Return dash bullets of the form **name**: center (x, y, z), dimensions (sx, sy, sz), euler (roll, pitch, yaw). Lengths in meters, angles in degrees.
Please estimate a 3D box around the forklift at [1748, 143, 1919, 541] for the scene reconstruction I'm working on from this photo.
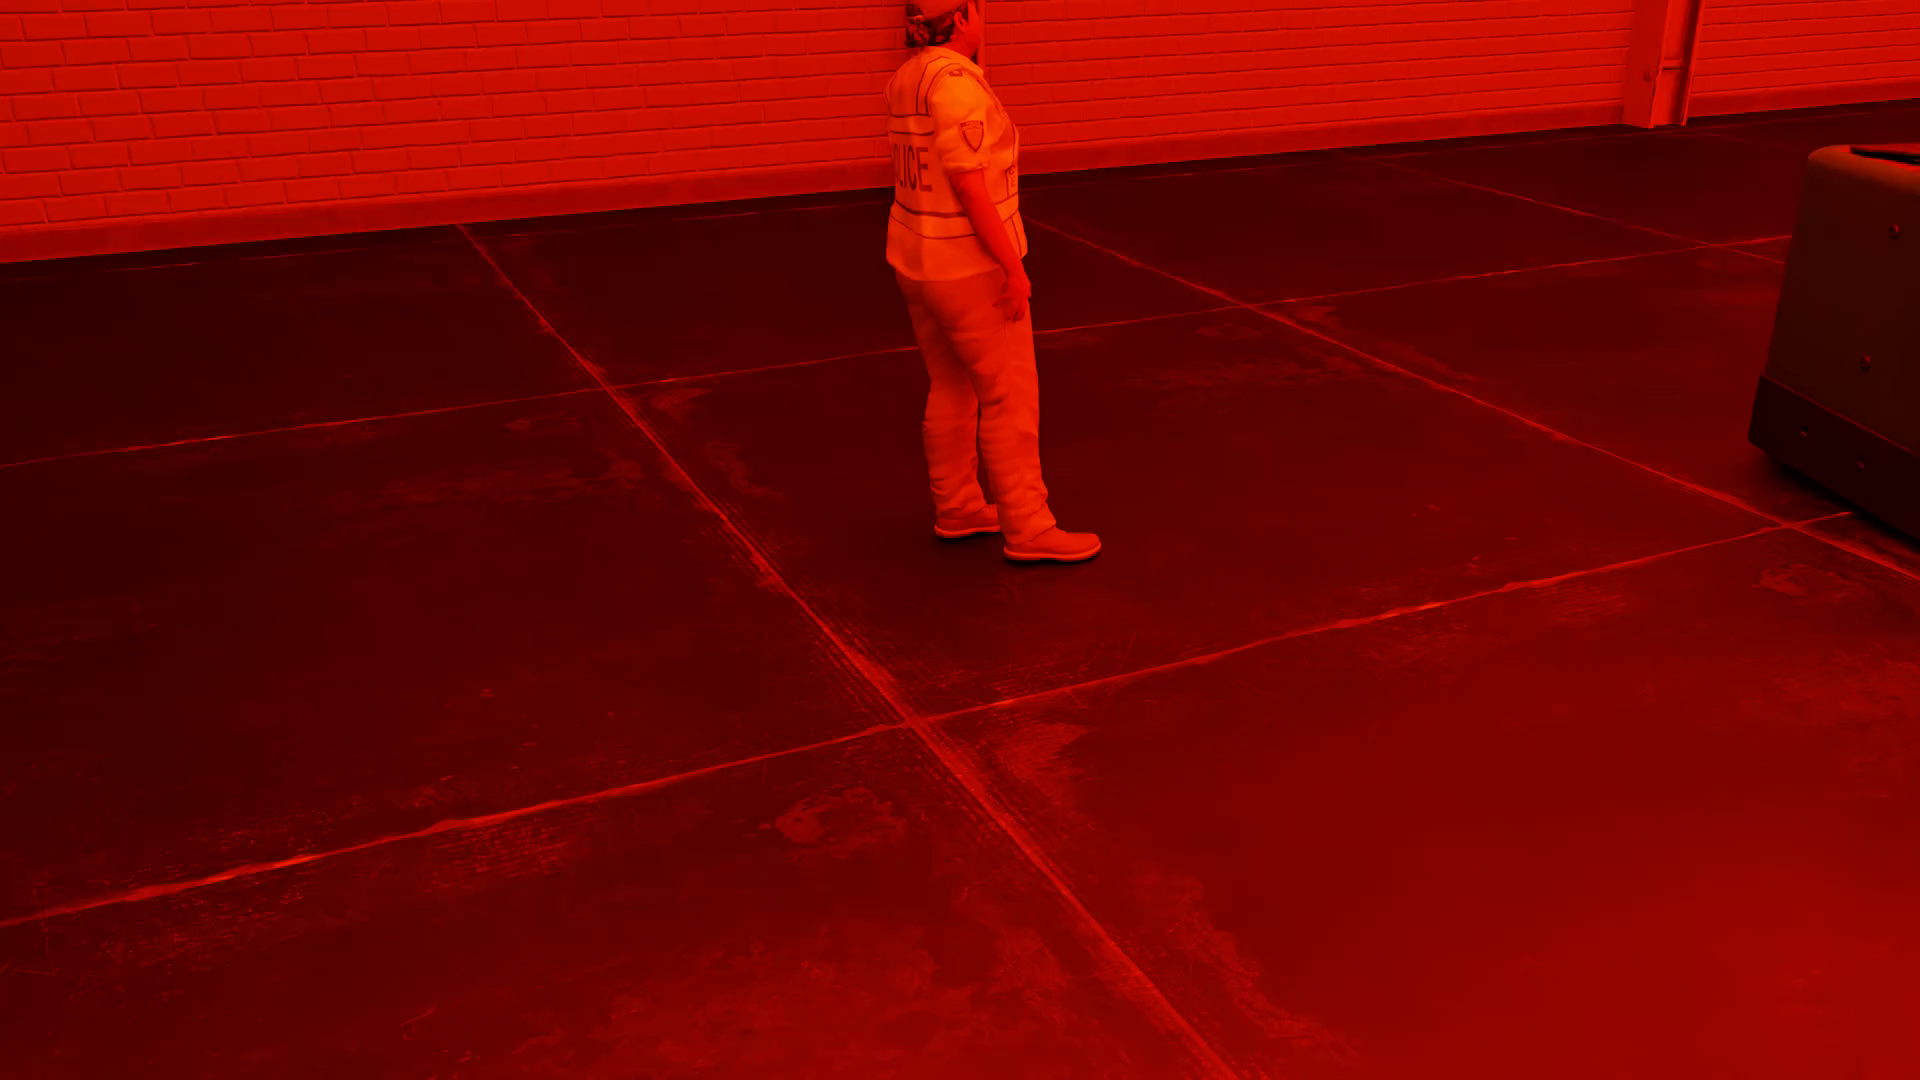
- **forklift**: center (4.275, -1.527, 4.962), dimensions (3.031, 2.935, 1.130), euler (-3, 23, -6)

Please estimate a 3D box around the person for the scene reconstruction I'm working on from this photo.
- **person**: center (0.079, -0.782, 4.795), dimensions (0.529, 1.670, 0.598), euler (-10, 25, -23)
